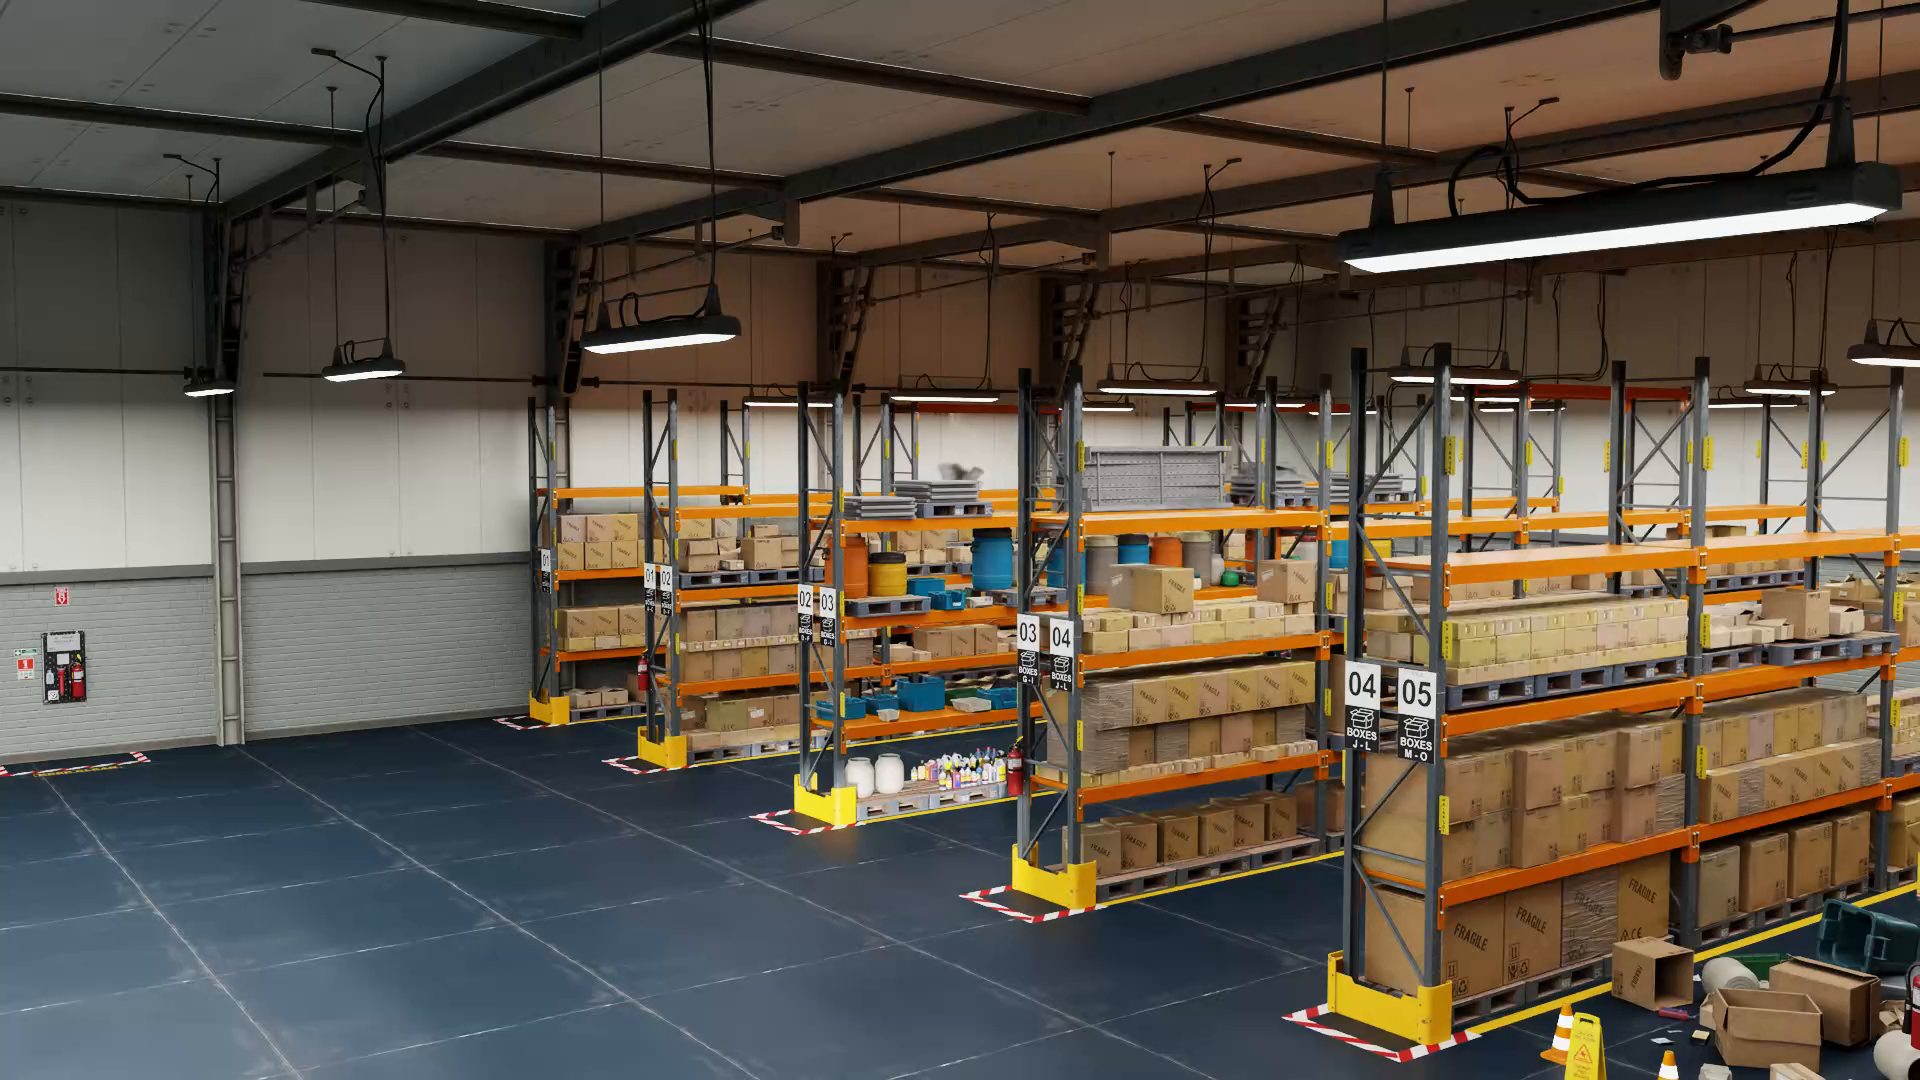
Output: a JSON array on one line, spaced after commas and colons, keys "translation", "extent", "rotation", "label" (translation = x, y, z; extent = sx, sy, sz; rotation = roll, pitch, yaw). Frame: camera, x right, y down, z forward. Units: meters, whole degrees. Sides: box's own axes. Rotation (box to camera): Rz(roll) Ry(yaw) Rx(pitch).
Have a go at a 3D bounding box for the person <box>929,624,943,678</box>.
[{"translation": [-0.475, 2.440, 32.211], "extent": [0.520, 1.626, 0.556], "rotation": [-2, 4, -34], "label": "person"}]
